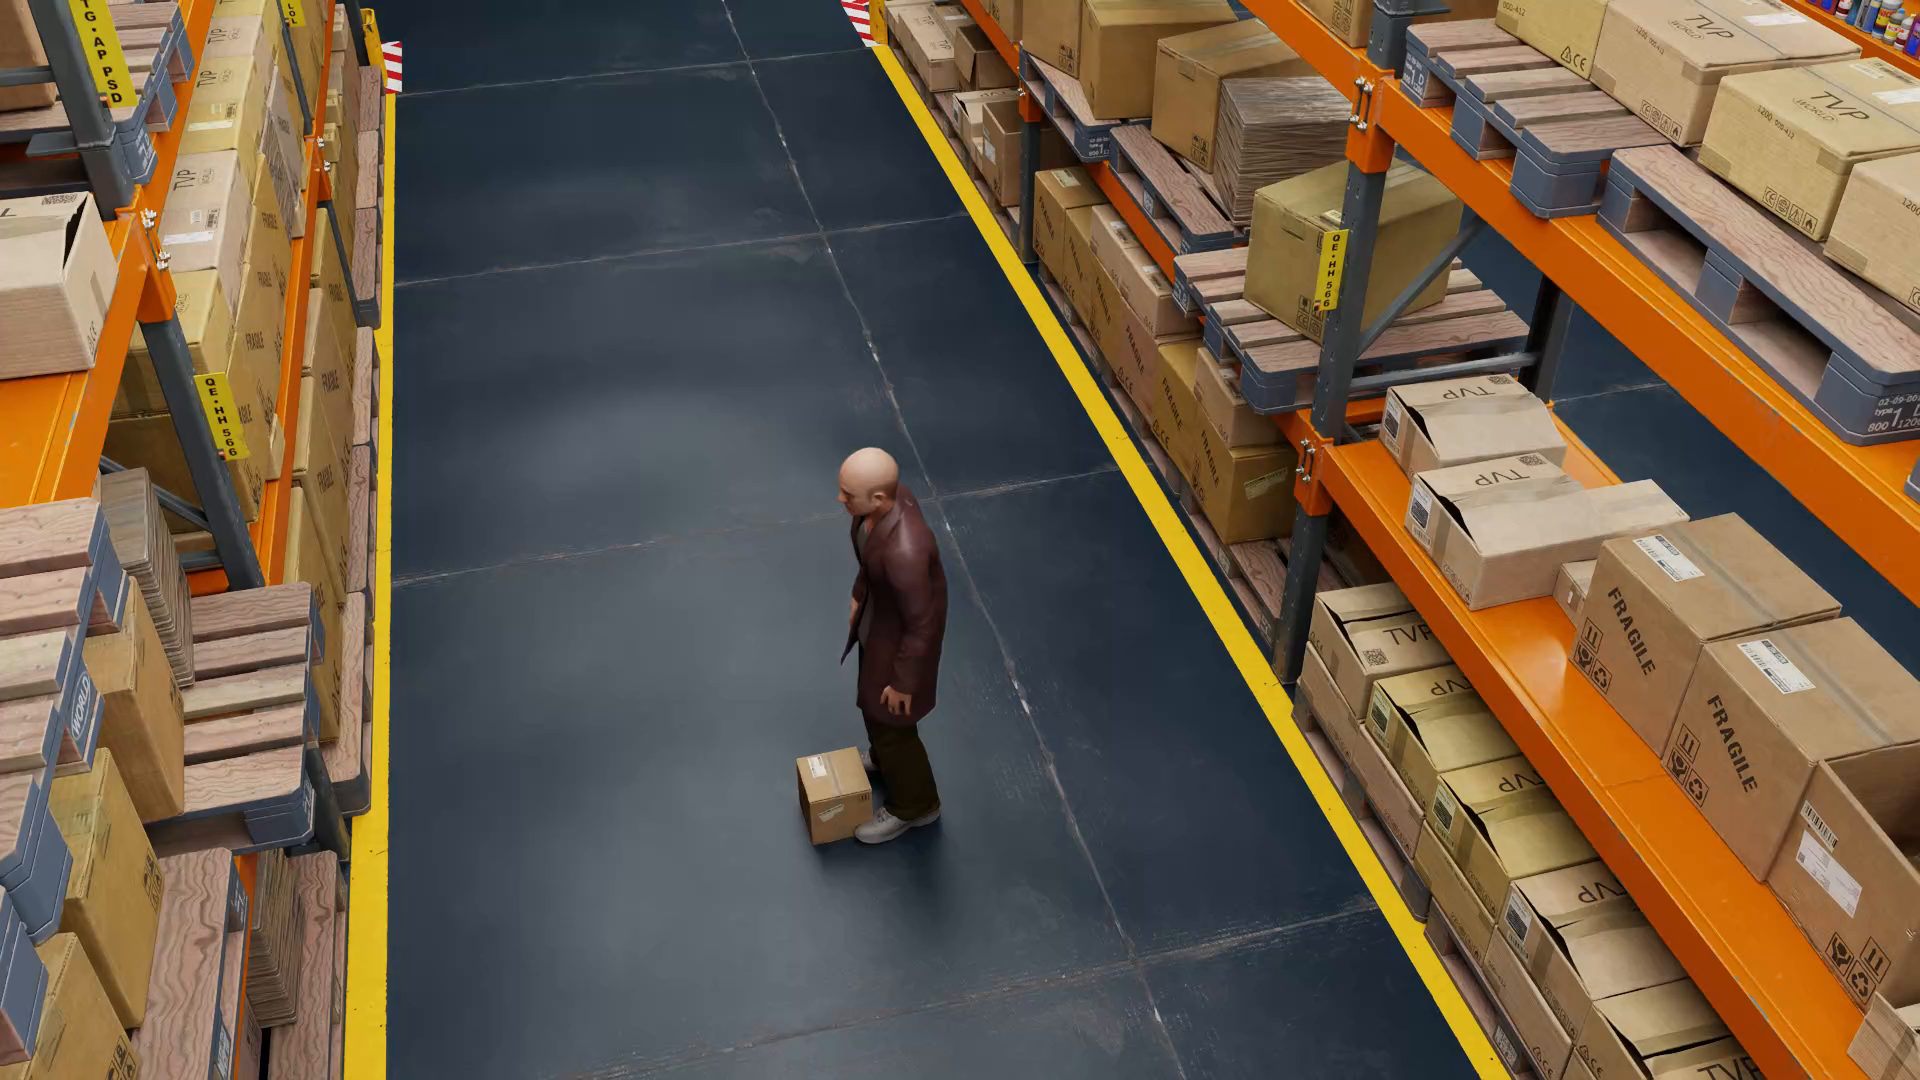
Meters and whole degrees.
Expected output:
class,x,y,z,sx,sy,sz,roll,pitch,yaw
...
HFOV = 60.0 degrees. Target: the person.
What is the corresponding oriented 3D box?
class,x,y,z,sx,sy,sz,roll,pitch,yaw
person,-0.263,0.379,6.237,0.416,1.774,0.653,-10,39,-13
